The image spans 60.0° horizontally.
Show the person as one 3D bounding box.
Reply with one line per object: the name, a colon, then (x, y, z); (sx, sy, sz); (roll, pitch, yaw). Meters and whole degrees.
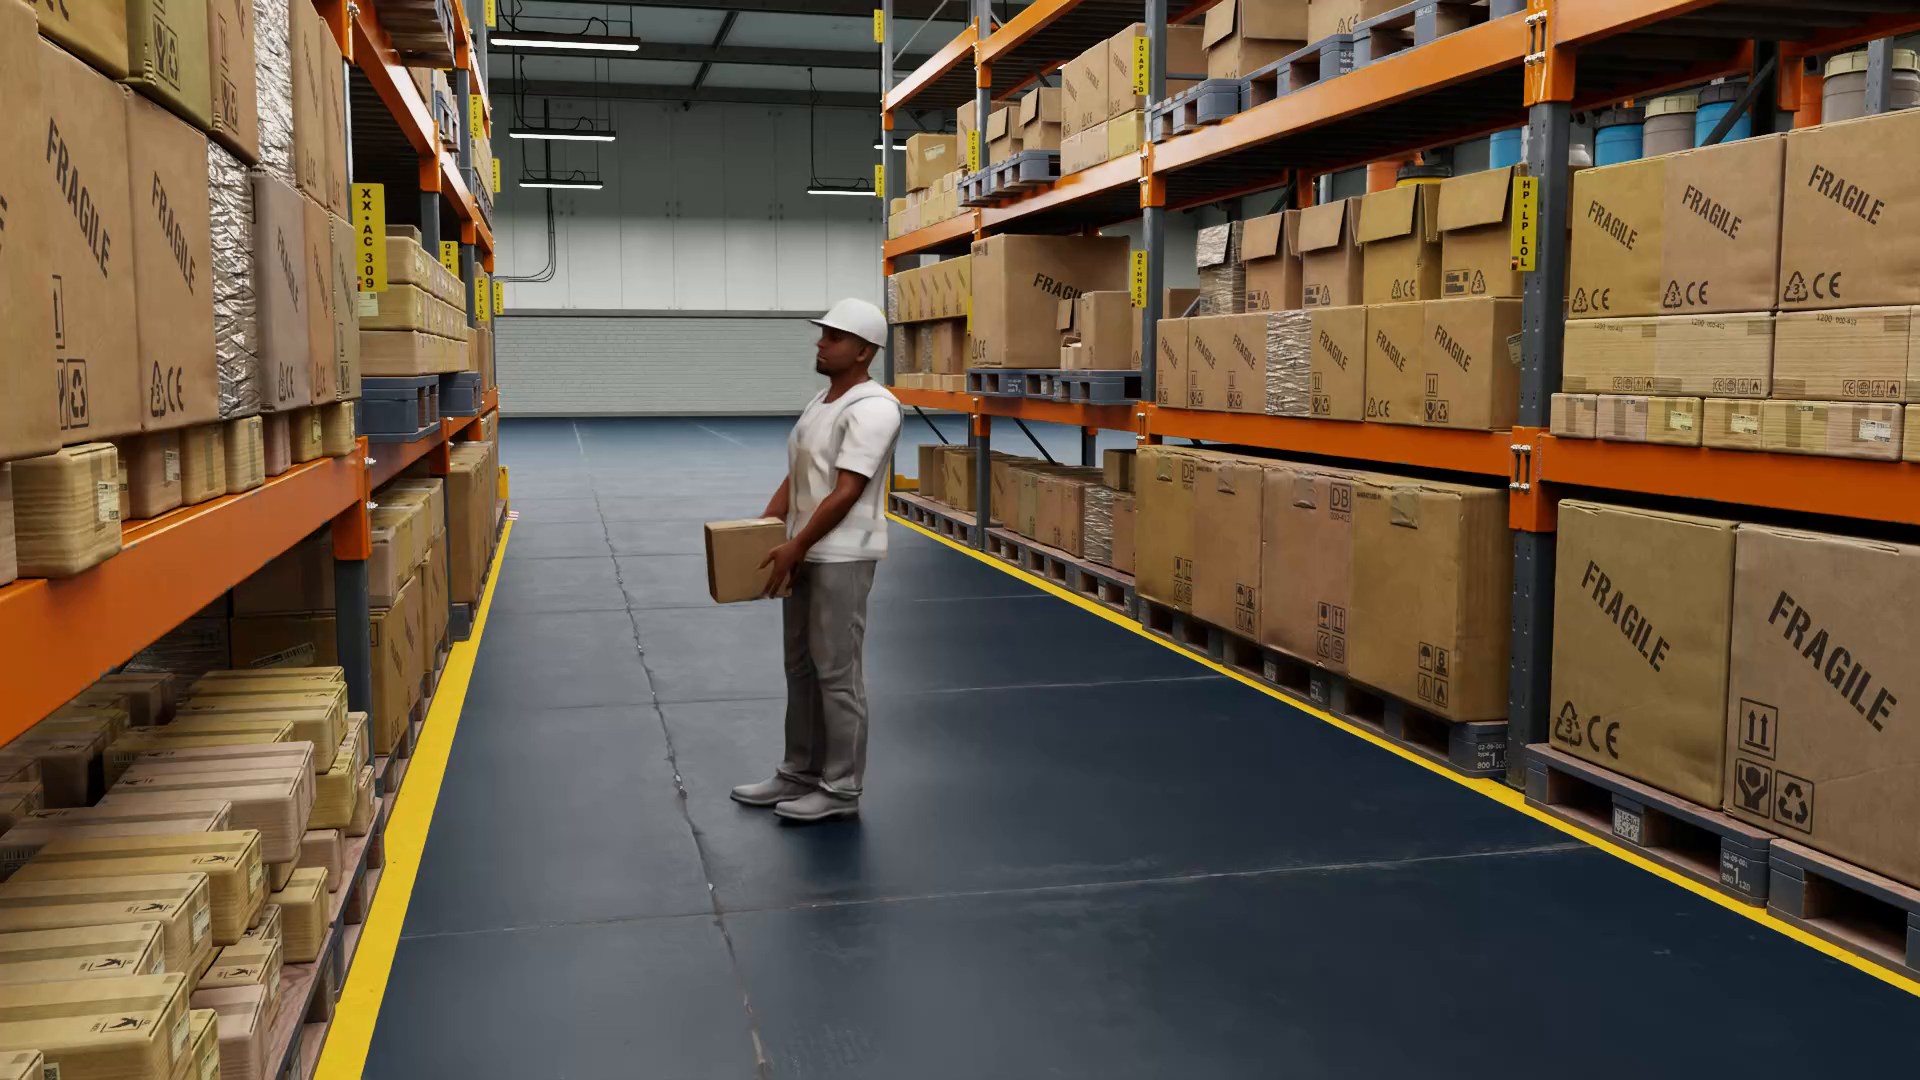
person: (-0.491, 0.067, 5.670); (0.523, 1.772, 0.574); (-3, 7, -26)
